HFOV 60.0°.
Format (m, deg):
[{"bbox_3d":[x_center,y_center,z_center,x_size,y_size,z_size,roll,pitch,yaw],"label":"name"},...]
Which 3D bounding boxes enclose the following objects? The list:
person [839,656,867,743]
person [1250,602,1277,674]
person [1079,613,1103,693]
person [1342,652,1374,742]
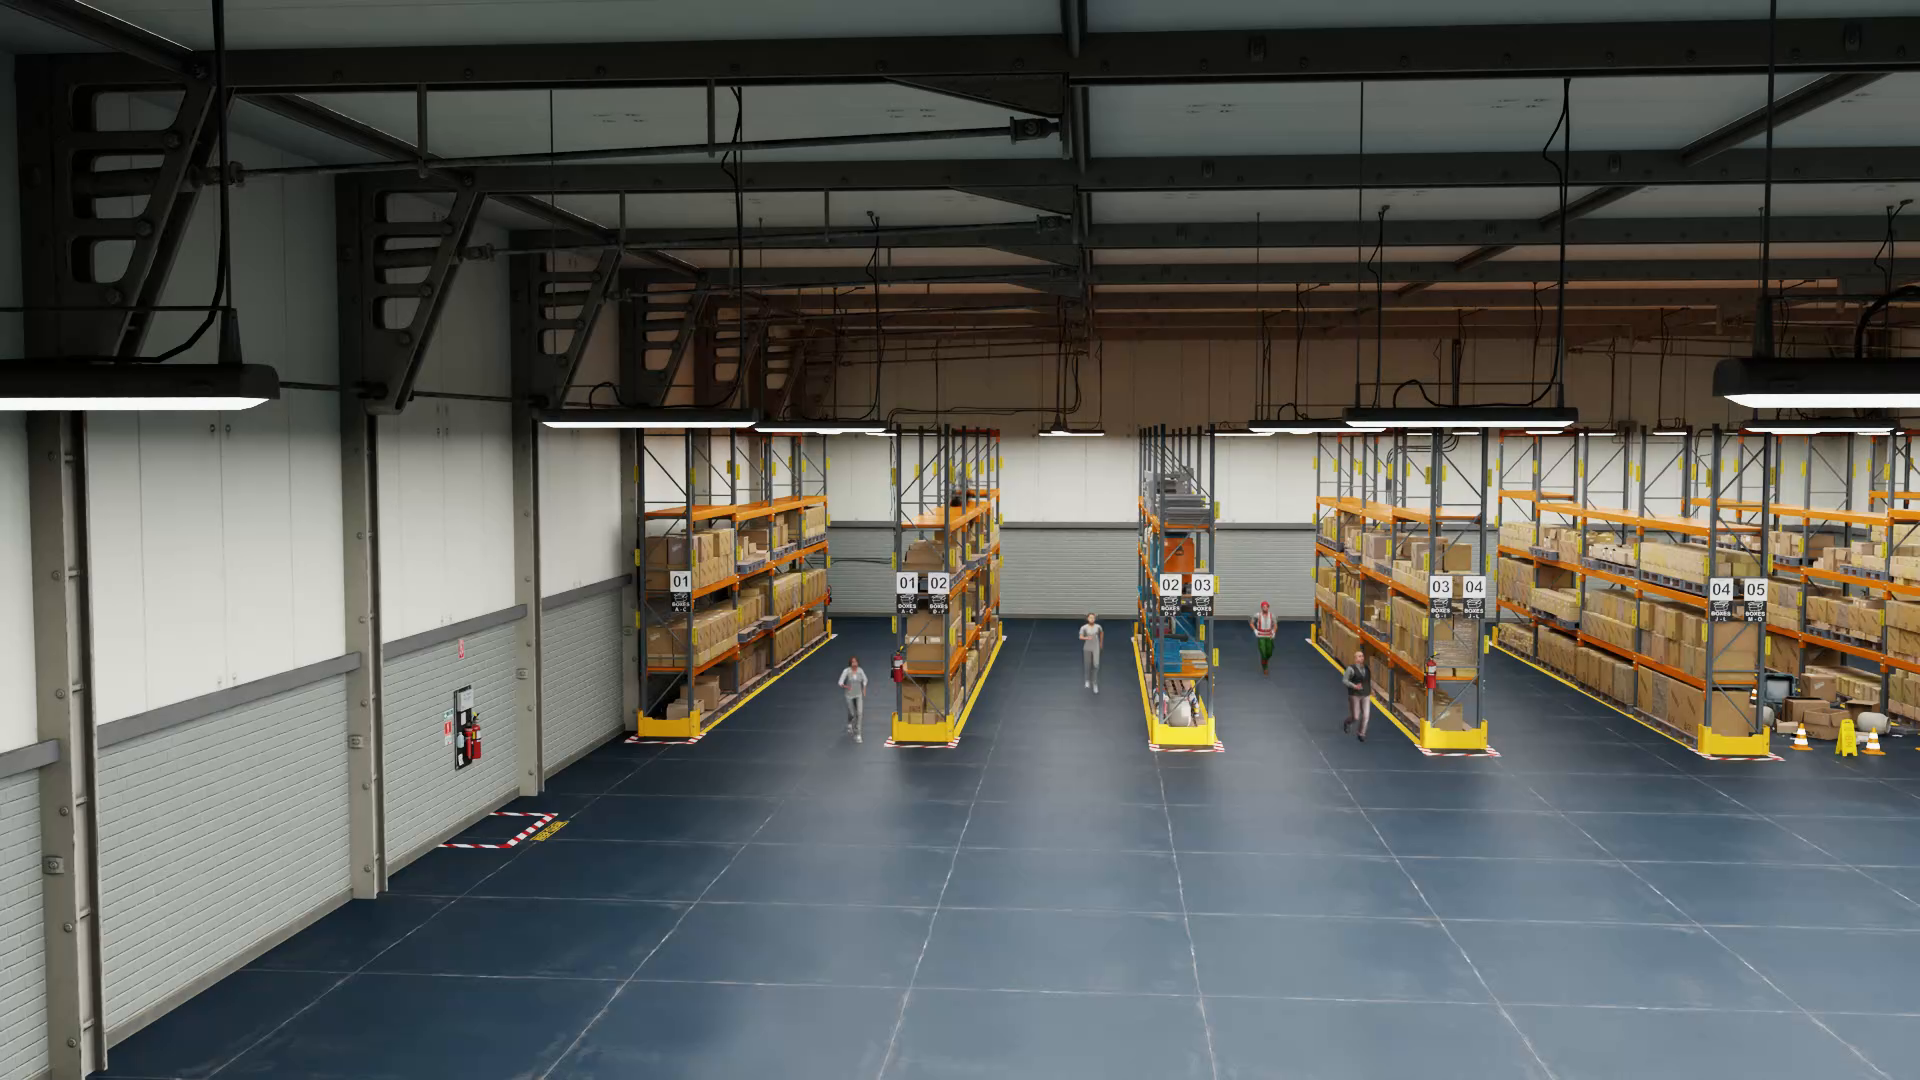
[{"bbox_3d":[-2.035,3.007,31.713,0.576,1.604,0.823,-1,4,-13],"label":"person"},{"bbox_3d":[7.427,2.375,40.659,0.669,1.756,0.672,0,3,-2],"label":"person"},{"bbox_3d":[2.889,2.463,36.663,0.554,1.736,0.791,0,3,-1],"label":"person"},{"bbox_3d":[7.558,2.956,31.553,0.664,1.684,0.720,-1,4,-14],"label":"person"}]
